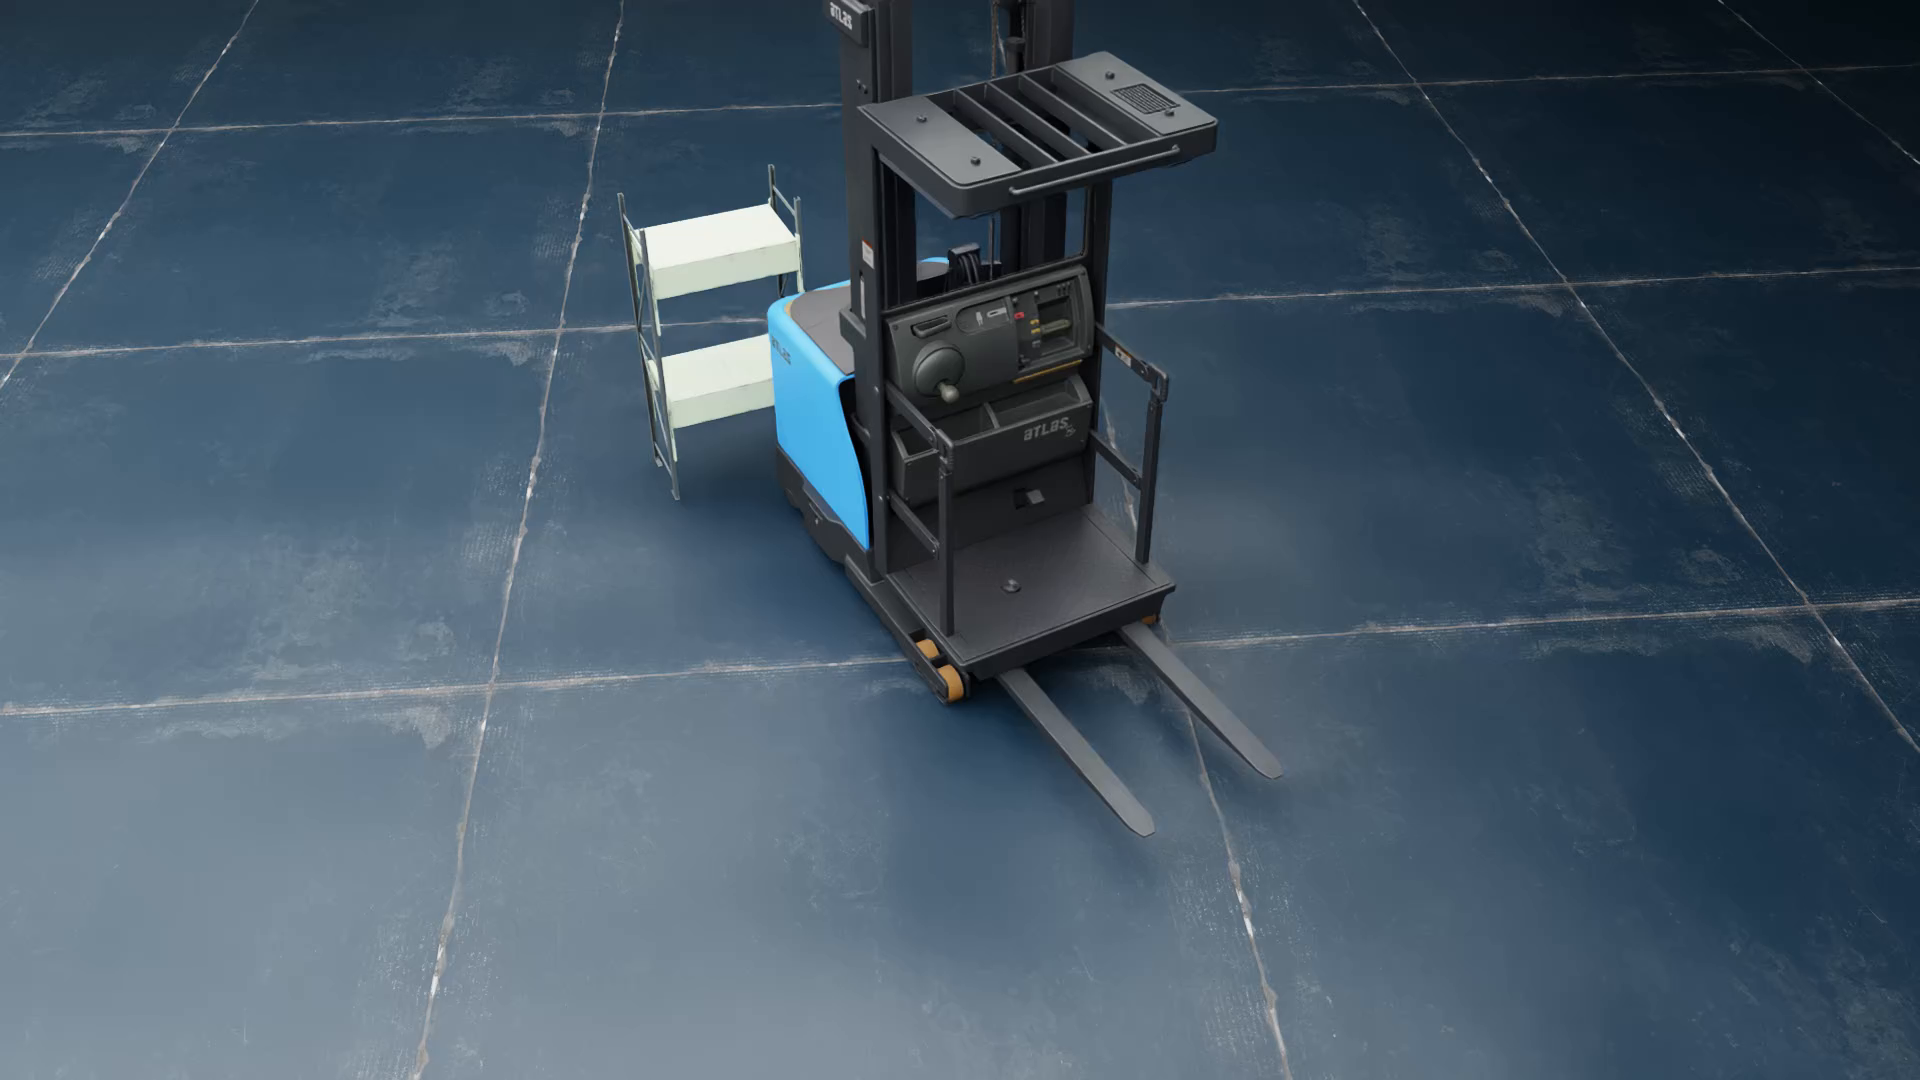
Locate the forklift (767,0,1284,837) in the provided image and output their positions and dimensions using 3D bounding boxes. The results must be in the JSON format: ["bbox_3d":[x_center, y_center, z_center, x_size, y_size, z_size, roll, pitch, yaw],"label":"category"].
[{"bbox_3d":[0.245,-0.771,6.682,1.130,2.935,3.031,-19,42,-23],"label":"forklift"}]

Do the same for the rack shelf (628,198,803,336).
[{"bbox_3d":[-1.158,-1.300,7.878,0.720,0.370,0.431,-15,41,-19],"label":"rack shelf"}]

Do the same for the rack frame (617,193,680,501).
[{"bbox_3d":[-1.492,-0.901,8.003,0.023,1.500,0.400,-15,41,-19],"label":"rack frame"}]

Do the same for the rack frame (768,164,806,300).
[{"bbox_3d":[-0.824,-1.086,8.237,0.023,1.500,0.400,-15,41,-19],"label":"rack frame"}]

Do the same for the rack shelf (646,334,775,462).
[{"bbox_3d":[-1.158,-0.737,8.322,0.720,0.370,0.431,-15,41,-19],"label":"rack shelf"}]

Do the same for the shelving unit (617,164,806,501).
[{"bbox_3d":[-1.158,-0.993,8.120,0.755,1.500,0.431,-15,41,-19],"label":"shelving unit"}]
